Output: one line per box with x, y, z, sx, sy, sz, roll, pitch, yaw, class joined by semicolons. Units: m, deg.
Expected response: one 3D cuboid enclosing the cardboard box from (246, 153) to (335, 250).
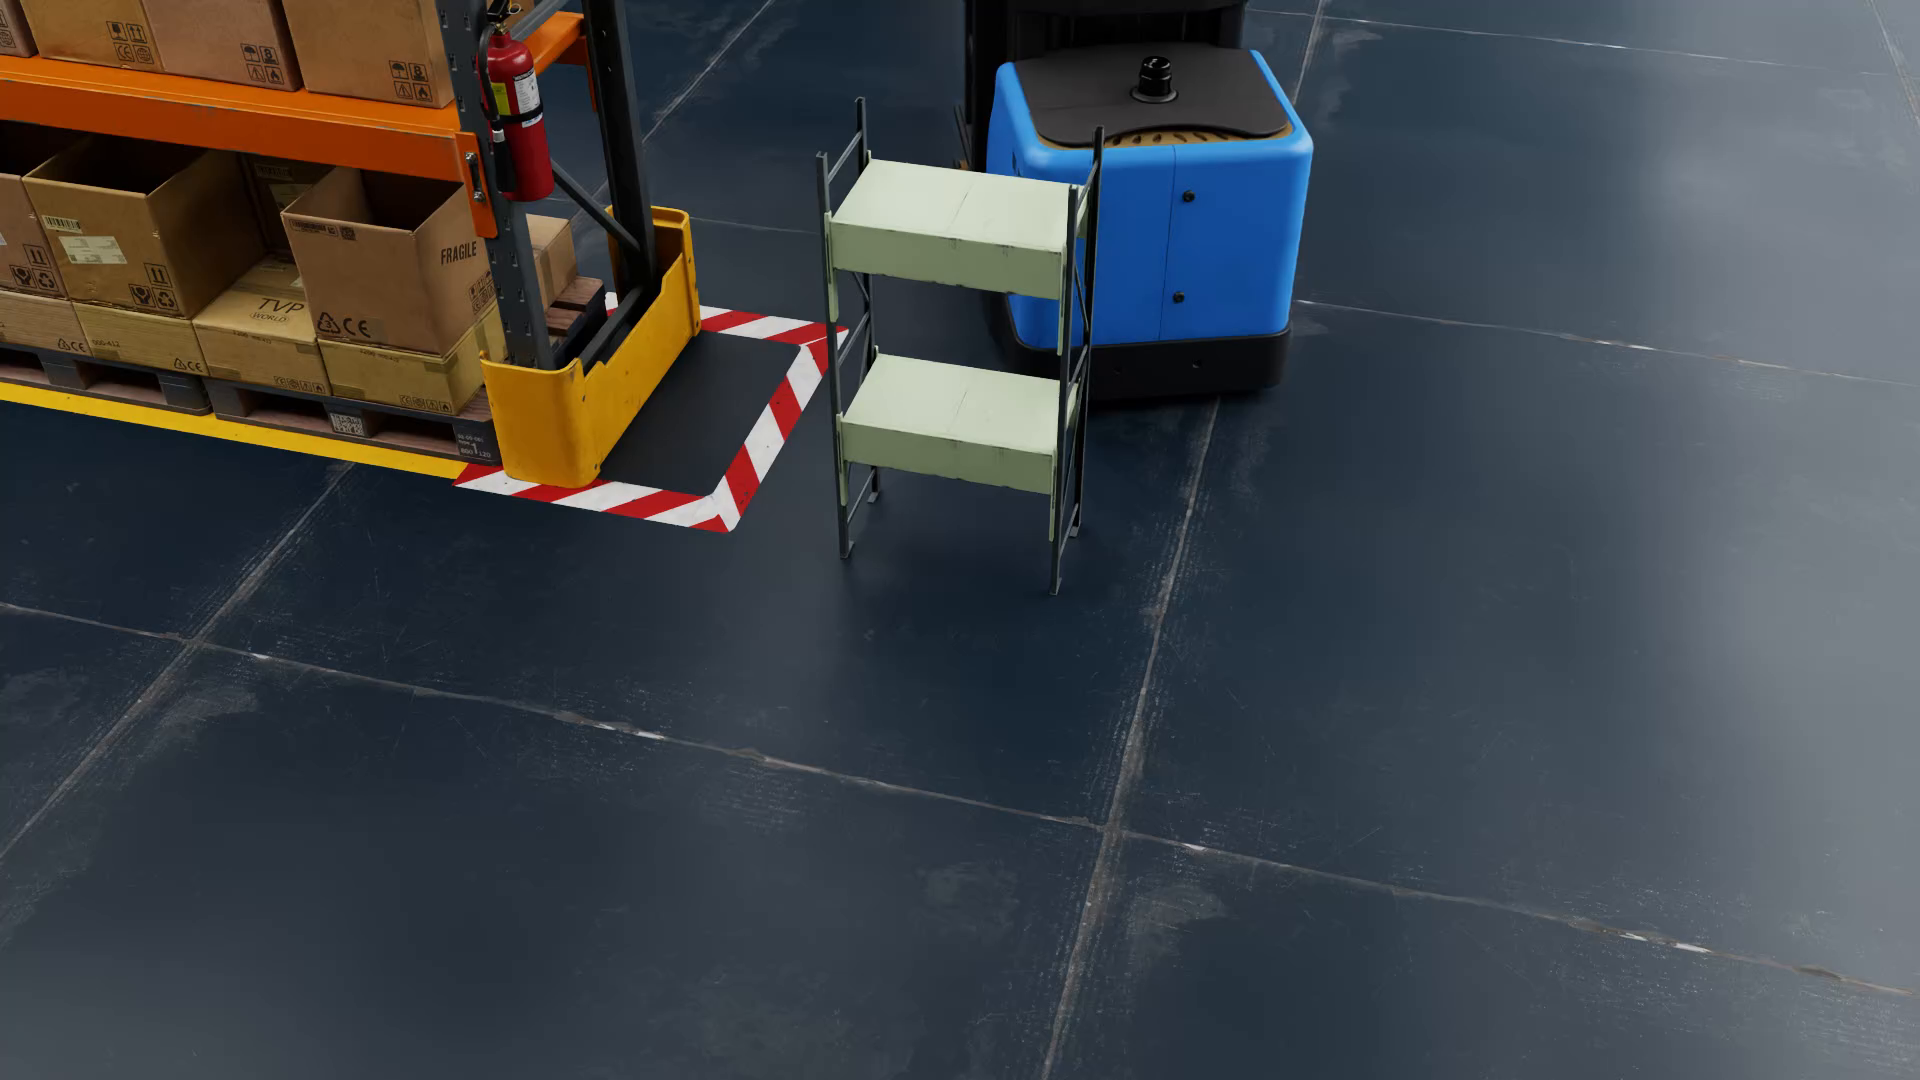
-2.324;-1.422;6.339;0.500;0.500;0.500;10;41;11;cardboard box

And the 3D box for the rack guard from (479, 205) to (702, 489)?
-1.357;-0.757;6.262;0.348;0.500;1.175;10;41;11;rack guard

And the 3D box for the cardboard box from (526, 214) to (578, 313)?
-1.840;-1.053;6.483;0.500;0.250;0.500;10;41;11;cardboard box

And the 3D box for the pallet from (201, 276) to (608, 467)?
-2.129;-0.751;6.480;1.213;0.211;1.003;10;41;11;pallet

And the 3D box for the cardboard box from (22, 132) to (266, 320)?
-2.945;-1.174;6.044;0.500;0.500;0.500;10;41;11;cardboard box

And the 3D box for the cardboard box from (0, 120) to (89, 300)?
-3.427;-1.258;6.144;0.500;0.500;0.500;10;41;11;cardboard box

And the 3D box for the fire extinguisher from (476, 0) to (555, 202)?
-1.386;-1.380;5.121;0.183;0.674;0.296;10;41;11;fire extinguisher

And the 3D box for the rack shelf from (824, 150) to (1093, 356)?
0.006;-0.872;5.015;0.720;0.370;0.431;10;41;11;rack shelf

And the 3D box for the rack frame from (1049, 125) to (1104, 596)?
0.360;-0.512;5.194;0.023;1.500;0.400;10;41;11;rack frame

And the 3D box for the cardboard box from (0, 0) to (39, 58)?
-3.324;-2.097;5.837;0.500;0.500;0.700;11;41;13;cardboard box

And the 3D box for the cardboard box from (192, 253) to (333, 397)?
-2.460;-0.807;6.190;0.500;0.250;0.500;10;41;11;cardboard box

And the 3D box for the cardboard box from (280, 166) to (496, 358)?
-1.975;-1.017;5.857;0.500;0.500;0.500;10;41;11;cardboard box

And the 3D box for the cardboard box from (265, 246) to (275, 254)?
-2.807;-1.217;6.679;0.500;0.250;0.500;10;41;11;cardboard box

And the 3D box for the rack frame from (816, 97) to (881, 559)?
-0.347;-0.634;5.339;0.023;1.500;0.400;10;41;11;rack frame

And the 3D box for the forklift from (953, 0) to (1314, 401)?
0.563;-2.577;6.539;1.130;2.935;3.031;-4;40;-5;forklift

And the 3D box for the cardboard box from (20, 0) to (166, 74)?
-2.814;-2.012;5.736;0.500;0.500;0.700;10;41;12;cardboard box

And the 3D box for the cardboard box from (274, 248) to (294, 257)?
-2.324;-1.134;6.579;0.500;0.250;0.500;10;41;11;cardboard box

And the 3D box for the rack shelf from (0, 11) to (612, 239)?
-3.312;-1.775;6.090;4.000;0.370;1.077;10;41;11;rack shelf

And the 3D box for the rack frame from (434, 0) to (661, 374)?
-1.380;-1.718;5.463;0.127;3.000;1.000;10;41;11;rack frame

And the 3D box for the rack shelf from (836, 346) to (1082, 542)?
0.006;-0.324;5.476;0.720;0.370;0.431;10;41;11;rack shelf

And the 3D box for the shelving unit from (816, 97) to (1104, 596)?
0.006;-0.573;5.266;0.755;1.500;0.431;10;41;11;shelving unit

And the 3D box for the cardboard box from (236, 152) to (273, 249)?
-2.810;-1.497;6.429;0.500;0.500;0.500;10;41;11;cardboard box

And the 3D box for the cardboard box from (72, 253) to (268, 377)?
-2.944;-0.889;6.288;0.500;0.250;0.500;10;41;11;cardboard box

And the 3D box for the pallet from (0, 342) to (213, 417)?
-3.304;-0.955;6.723;1.213;0.211;1.003;10;41;11;pallet

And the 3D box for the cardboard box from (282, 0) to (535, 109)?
-1.828;-1.842;5.533;0.500;0.500;0.700;10;41;11;cardboard box

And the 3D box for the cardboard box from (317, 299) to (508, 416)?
-1.974;-0.731;6.100;0.500;0.250;0.500;10;41;11;cardboard box

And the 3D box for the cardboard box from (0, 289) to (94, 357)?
-3.426;-0.973;6.388;0.500;0.250;0.500;10;41;11;cardboard box

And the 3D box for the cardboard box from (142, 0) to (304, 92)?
-2.336;-1.926;5.633;0.500;0.500;0.700;11;41;13;cardboard box
